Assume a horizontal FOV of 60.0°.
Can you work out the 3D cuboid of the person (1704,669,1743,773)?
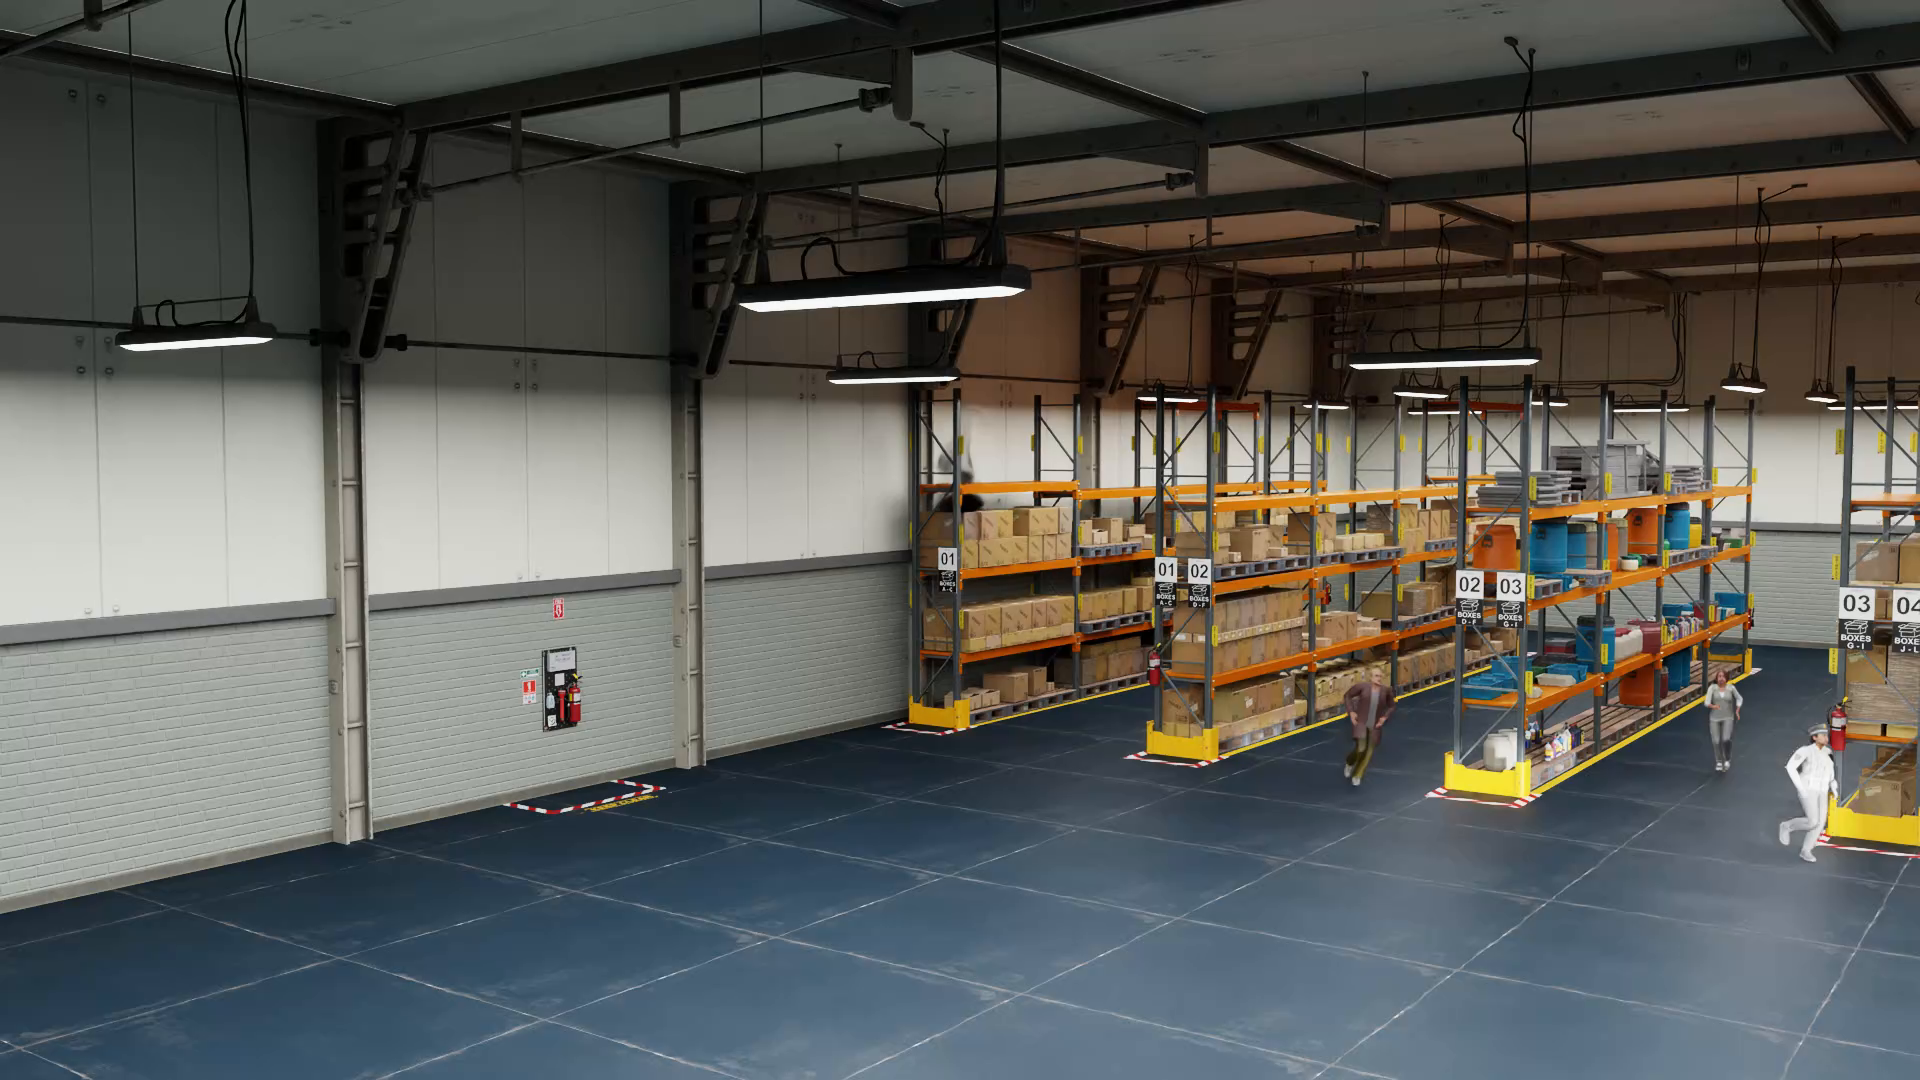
[{"bbox_3d":[11.607,2.754,25.319,0.512,1.570,0.636,2,4,30],"label":"person"}]

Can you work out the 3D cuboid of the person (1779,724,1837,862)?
[{"bbox_3d":[10.384,3.037,20.206,0.658,1.621,0.590,-1,3,-14],"label":"person"}]

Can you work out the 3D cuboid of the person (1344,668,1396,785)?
[{"bbox_3d":[6.073,2.756,24.614,0.726,1.738,0.607,0,3,-2],"label":"person"}]
